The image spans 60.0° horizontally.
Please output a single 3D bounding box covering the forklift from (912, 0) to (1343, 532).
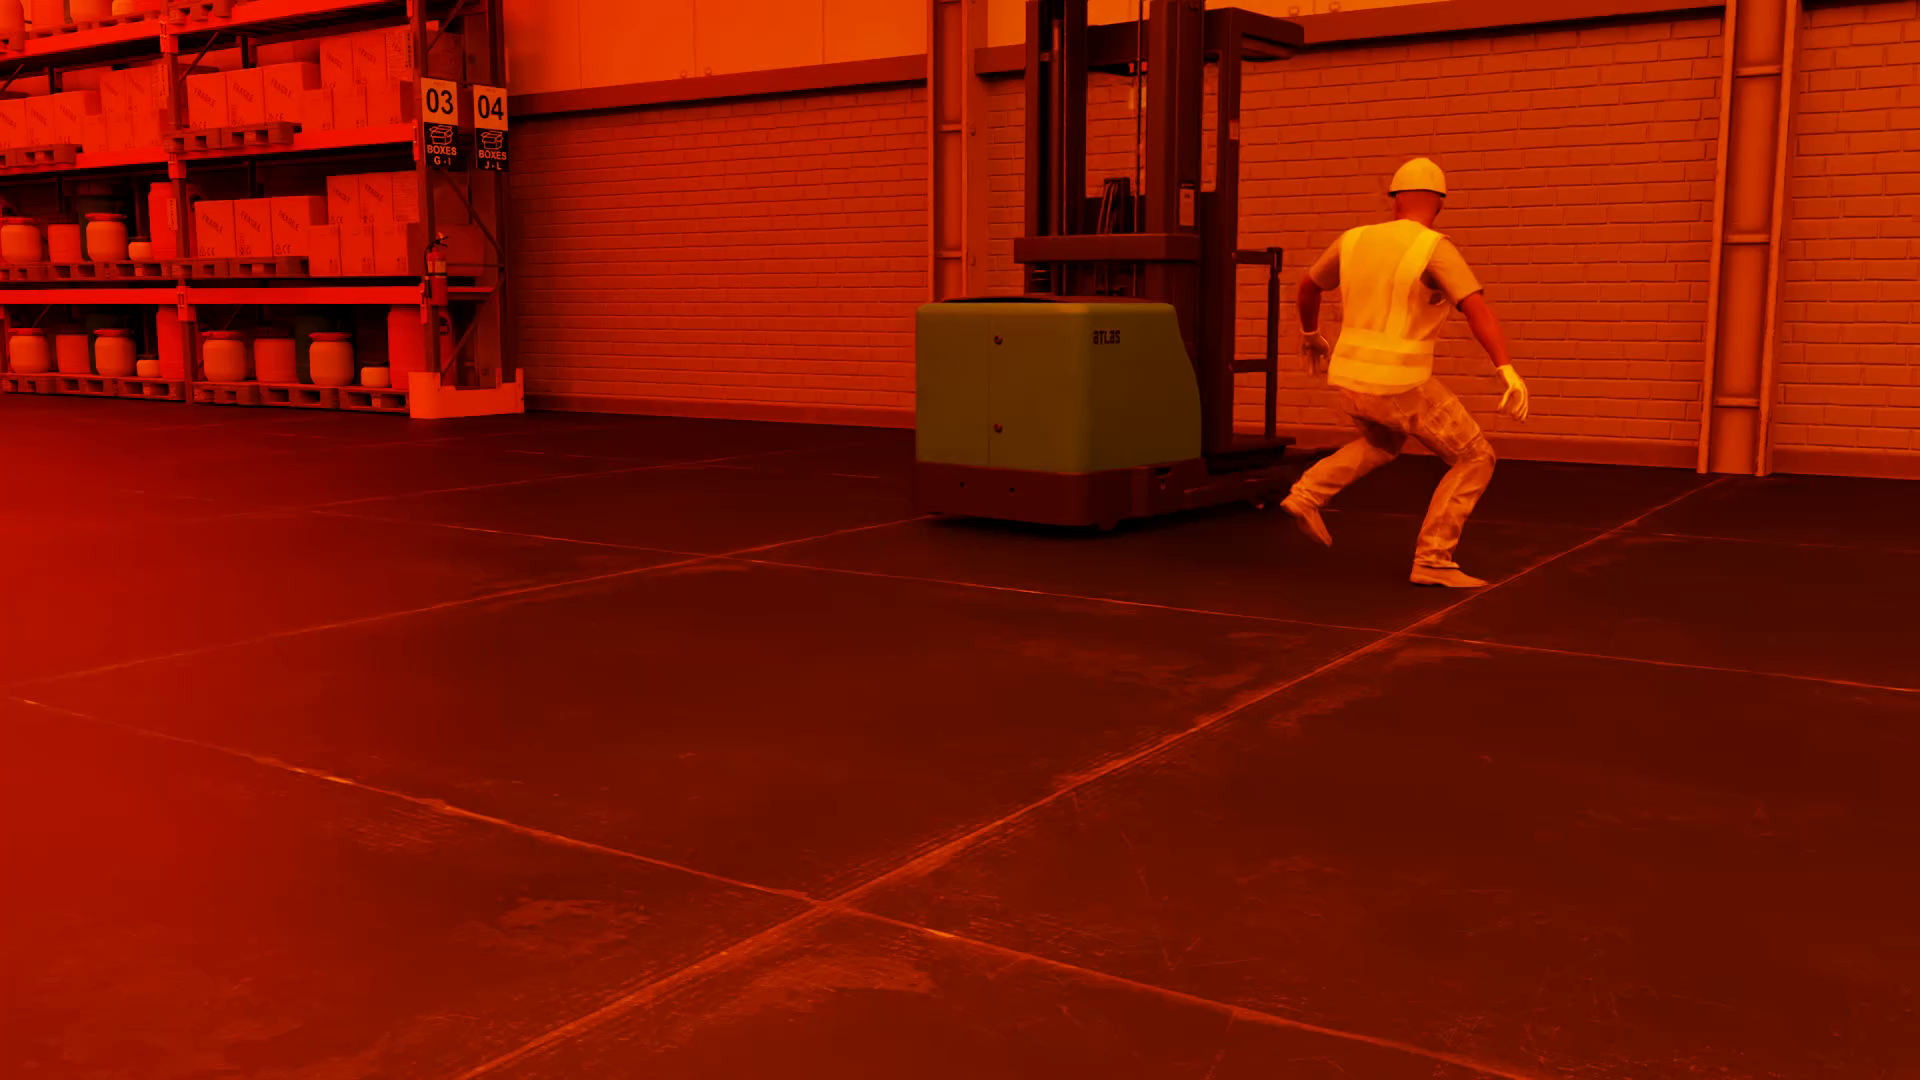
[{"bbox_3d":[1.096,-1.647,8.774,1.130,2.935,3.031,7,10,39],"label":"forklift"}]

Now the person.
[{"bbox_3d":[1.734,-0.645,6.470,0.510,1.653,1.121,-4,9,-26],"label":"person"}]
